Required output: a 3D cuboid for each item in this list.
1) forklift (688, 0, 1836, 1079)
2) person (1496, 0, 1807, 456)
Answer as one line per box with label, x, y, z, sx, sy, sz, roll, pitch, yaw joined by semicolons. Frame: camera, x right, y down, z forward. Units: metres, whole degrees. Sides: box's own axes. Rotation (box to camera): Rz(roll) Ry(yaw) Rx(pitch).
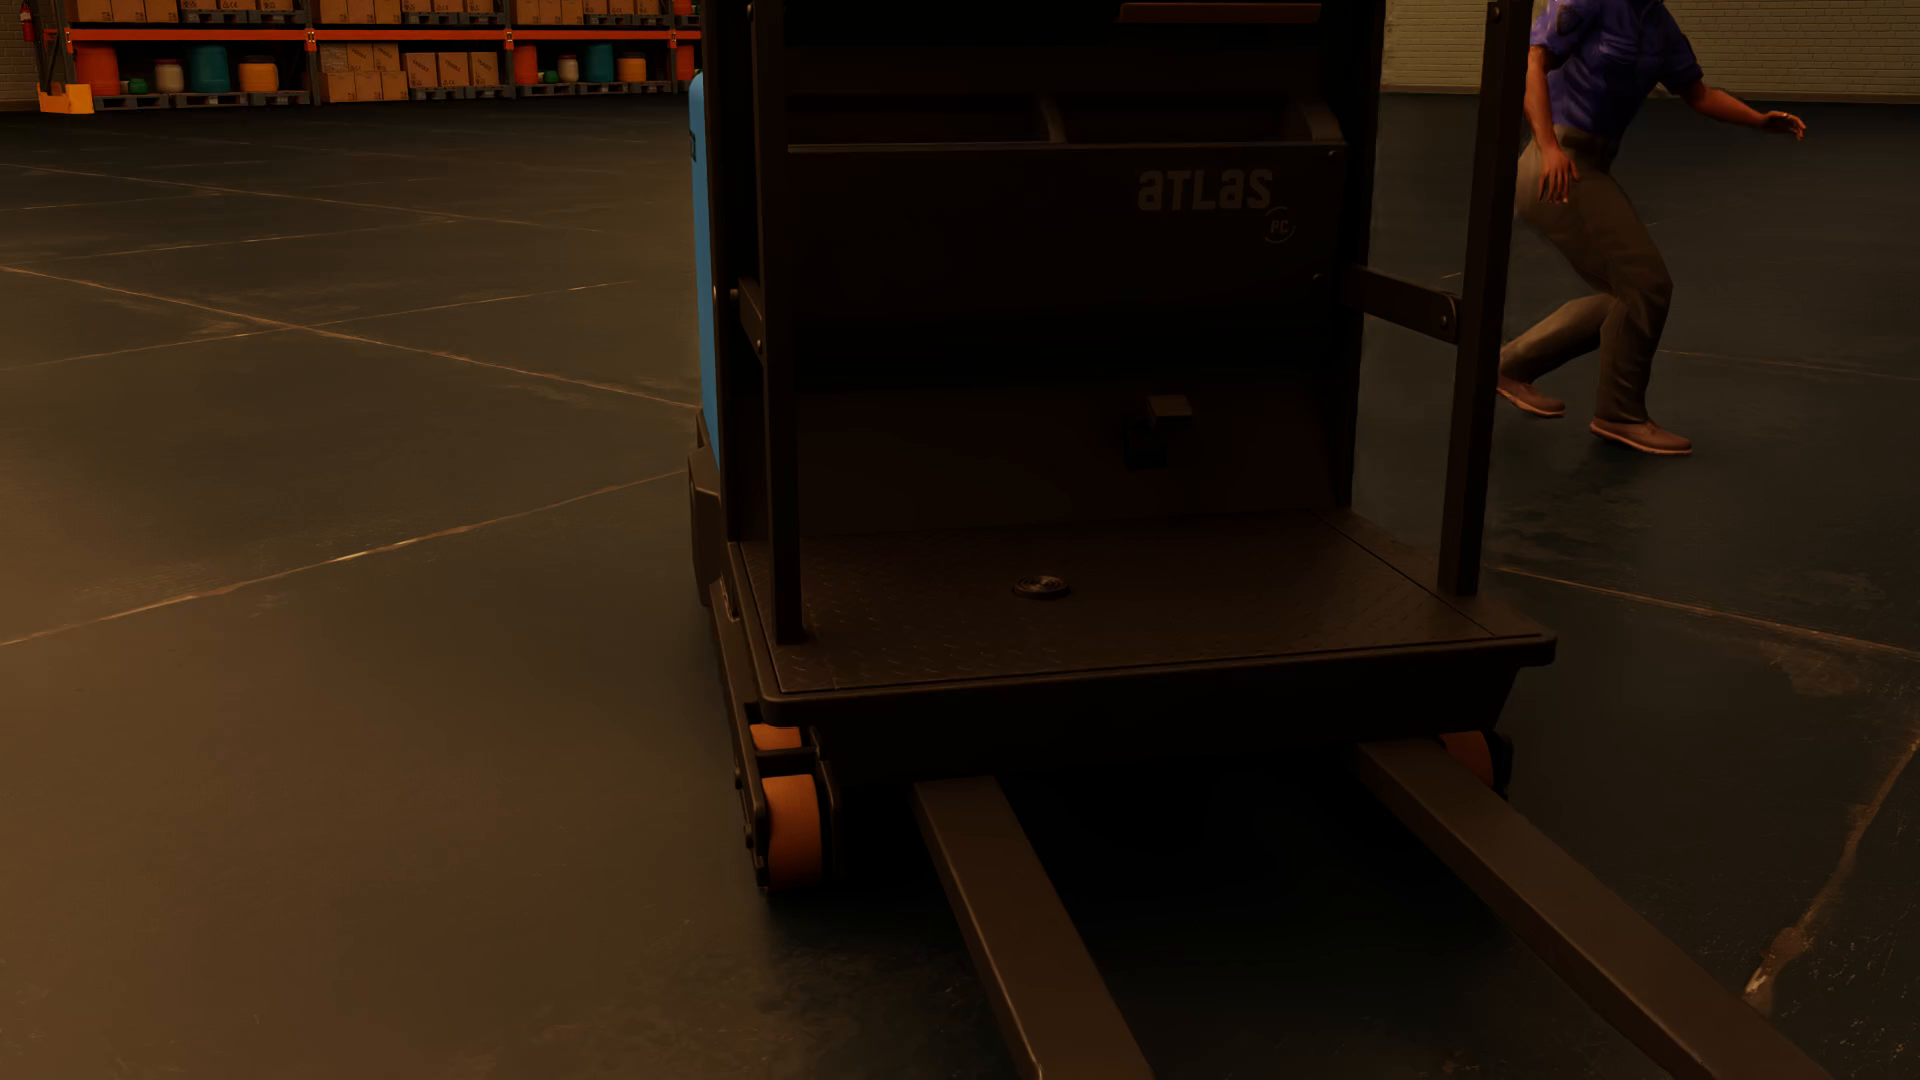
forklift;0.194;-1.028;2.283;1.130;2.935;3.031;-3;17;-11
person;1.833;-0.989;4.588;0.815;1.531;0.799;13;21;37
